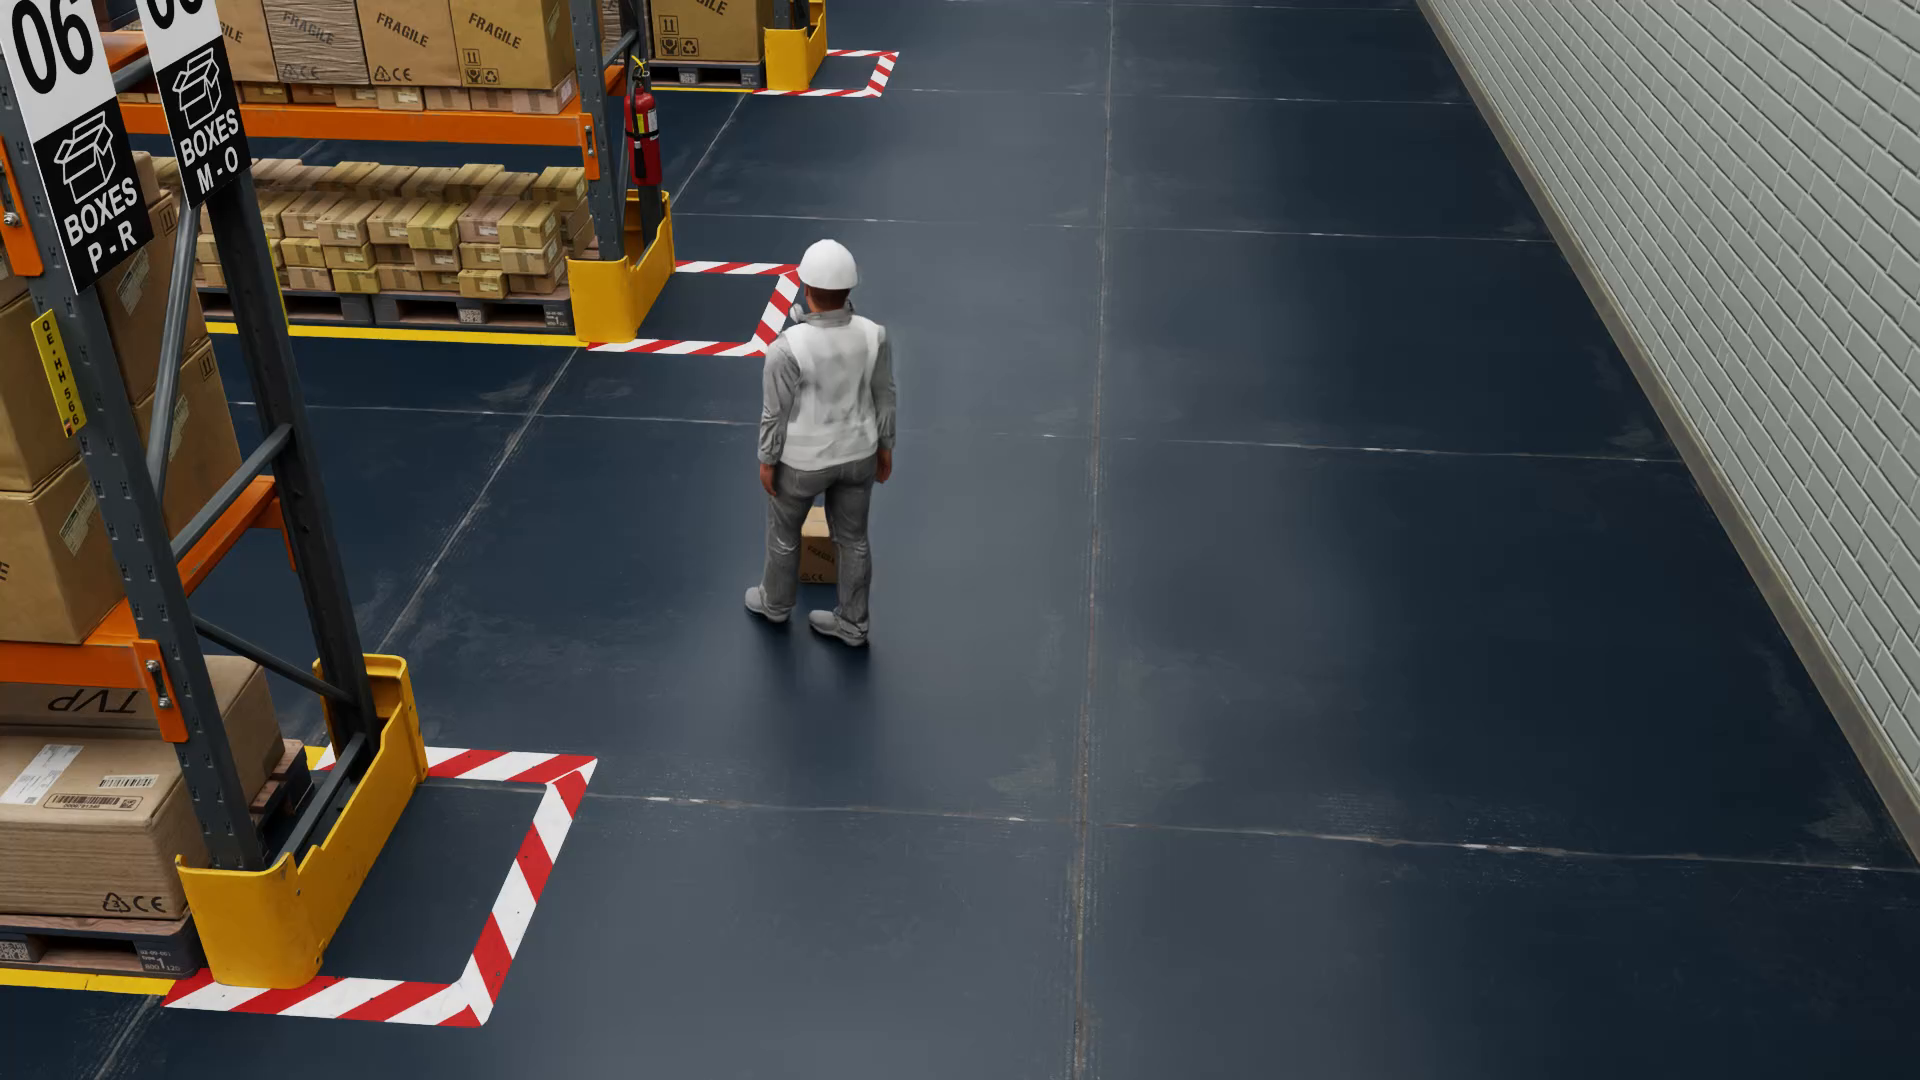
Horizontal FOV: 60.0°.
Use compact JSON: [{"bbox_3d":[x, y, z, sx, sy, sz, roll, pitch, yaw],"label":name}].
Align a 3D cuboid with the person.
[{"bbox_3d":[-0.599,-0.413,6.772,0.568,1.768,0.614,-16,35,-23],"label":"person"}]
